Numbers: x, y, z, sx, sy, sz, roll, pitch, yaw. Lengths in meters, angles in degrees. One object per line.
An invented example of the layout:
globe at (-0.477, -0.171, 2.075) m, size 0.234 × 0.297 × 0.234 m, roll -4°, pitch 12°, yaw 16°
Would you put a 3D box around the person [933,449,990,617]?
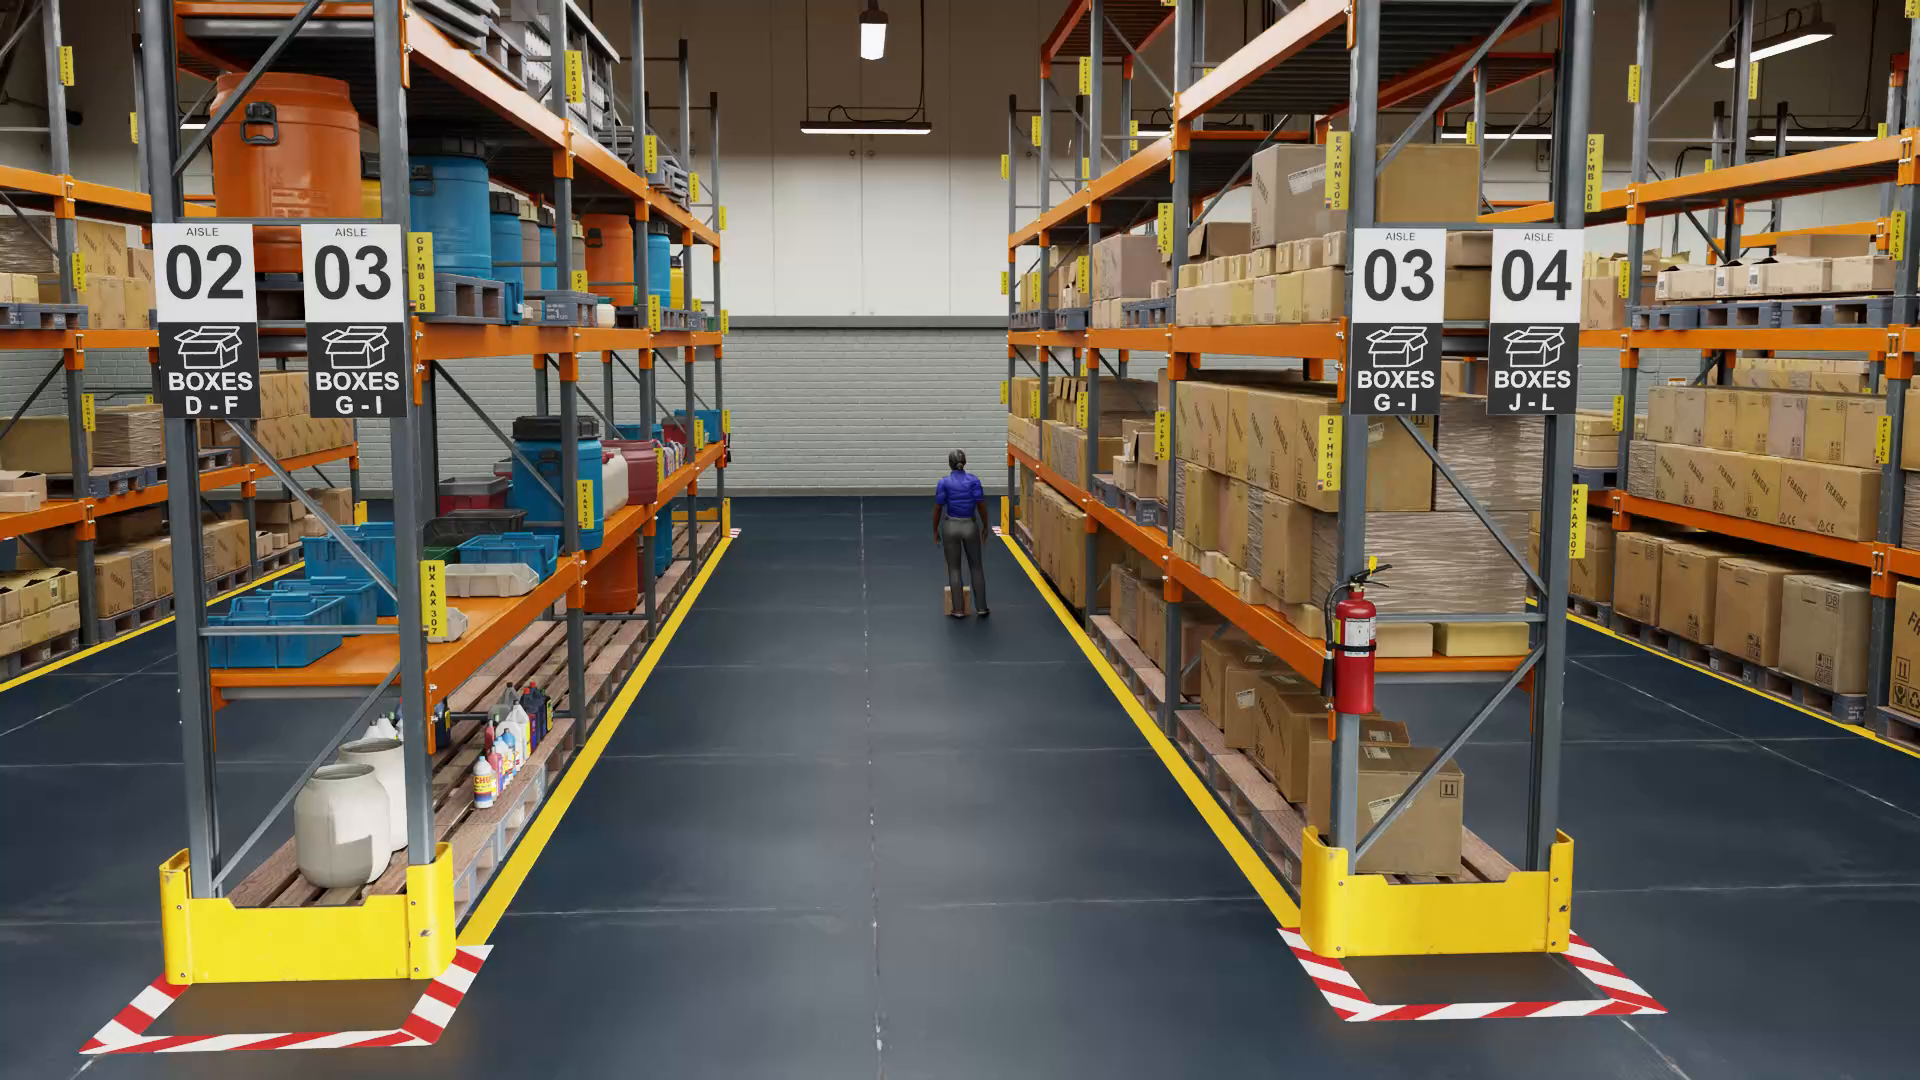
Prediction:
person at (0.020, -0.075, 16.322) m, size 0.570 × 1.657 × 0.502 m, roll 0°, pitch 7°, yaw -1°
